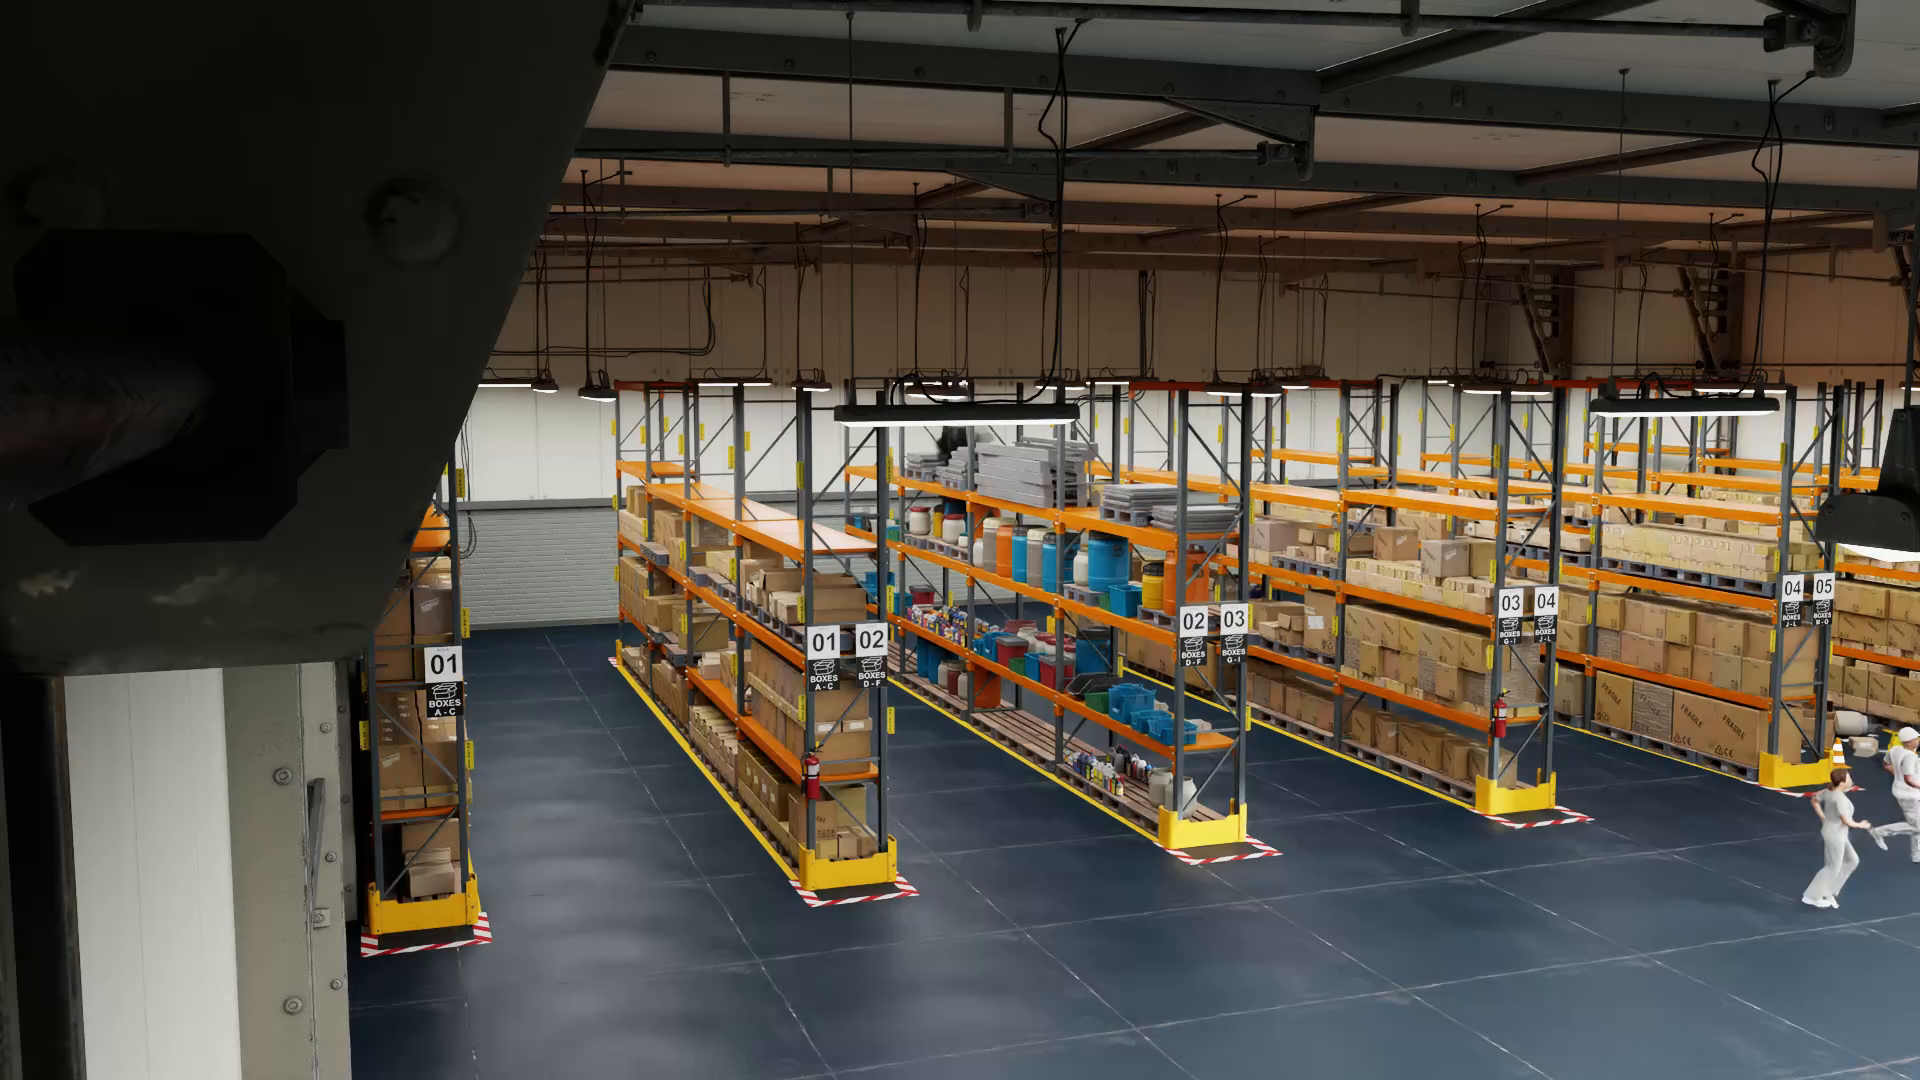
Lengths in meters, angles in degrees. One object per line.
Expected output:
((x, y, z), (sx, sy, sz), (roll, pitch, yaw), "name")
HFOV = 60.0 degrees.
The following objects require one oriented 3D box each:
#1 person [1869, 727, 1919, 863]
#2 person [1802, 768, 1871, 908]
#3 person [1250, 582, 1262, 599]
((12.026, 3.237, 21.149), (0.837, 1.744, 0.696), (2, 6, 15), "person")
((10.186, 3.476, 19.321), (0.681, 1.688, 0.582), (2, 6, 14), "person")
((7.509, 1.193, 41.567), (0.518, 1.530, 0.749), (2, 6, 16), "person")
